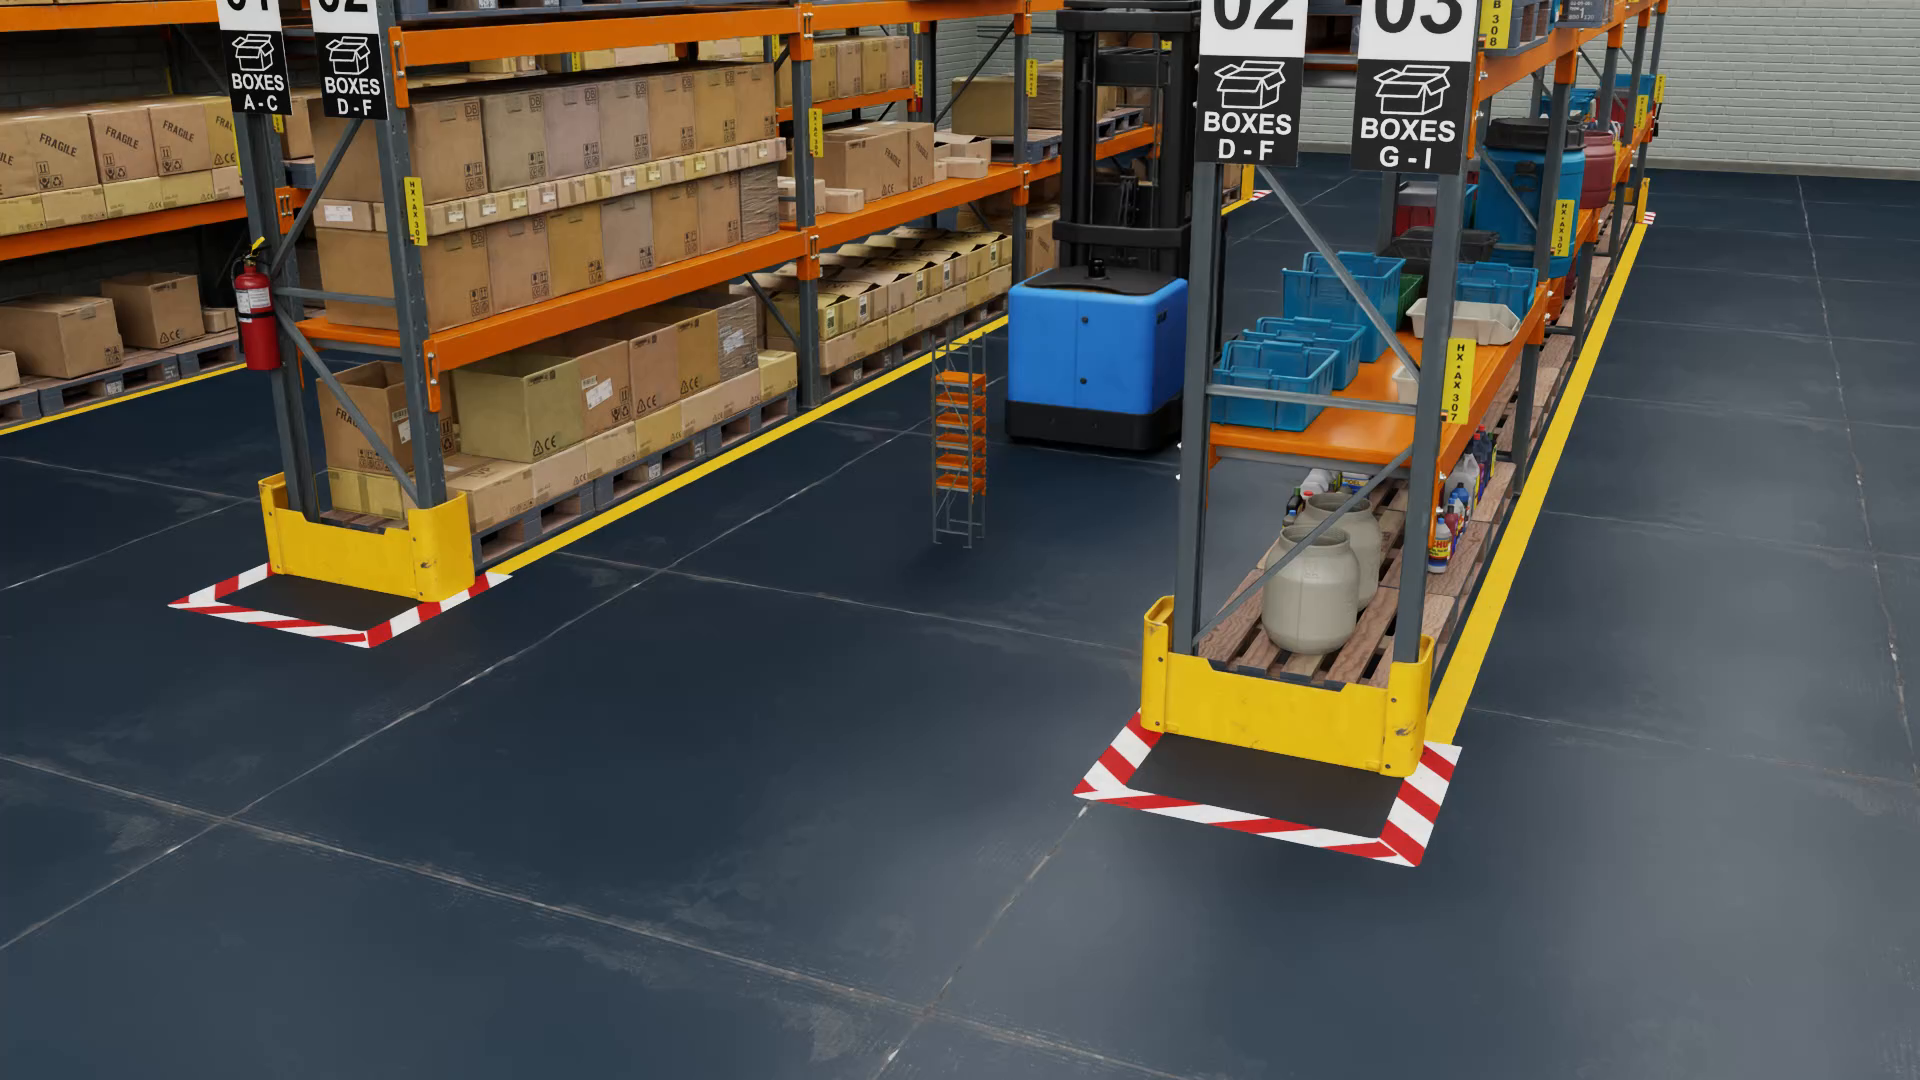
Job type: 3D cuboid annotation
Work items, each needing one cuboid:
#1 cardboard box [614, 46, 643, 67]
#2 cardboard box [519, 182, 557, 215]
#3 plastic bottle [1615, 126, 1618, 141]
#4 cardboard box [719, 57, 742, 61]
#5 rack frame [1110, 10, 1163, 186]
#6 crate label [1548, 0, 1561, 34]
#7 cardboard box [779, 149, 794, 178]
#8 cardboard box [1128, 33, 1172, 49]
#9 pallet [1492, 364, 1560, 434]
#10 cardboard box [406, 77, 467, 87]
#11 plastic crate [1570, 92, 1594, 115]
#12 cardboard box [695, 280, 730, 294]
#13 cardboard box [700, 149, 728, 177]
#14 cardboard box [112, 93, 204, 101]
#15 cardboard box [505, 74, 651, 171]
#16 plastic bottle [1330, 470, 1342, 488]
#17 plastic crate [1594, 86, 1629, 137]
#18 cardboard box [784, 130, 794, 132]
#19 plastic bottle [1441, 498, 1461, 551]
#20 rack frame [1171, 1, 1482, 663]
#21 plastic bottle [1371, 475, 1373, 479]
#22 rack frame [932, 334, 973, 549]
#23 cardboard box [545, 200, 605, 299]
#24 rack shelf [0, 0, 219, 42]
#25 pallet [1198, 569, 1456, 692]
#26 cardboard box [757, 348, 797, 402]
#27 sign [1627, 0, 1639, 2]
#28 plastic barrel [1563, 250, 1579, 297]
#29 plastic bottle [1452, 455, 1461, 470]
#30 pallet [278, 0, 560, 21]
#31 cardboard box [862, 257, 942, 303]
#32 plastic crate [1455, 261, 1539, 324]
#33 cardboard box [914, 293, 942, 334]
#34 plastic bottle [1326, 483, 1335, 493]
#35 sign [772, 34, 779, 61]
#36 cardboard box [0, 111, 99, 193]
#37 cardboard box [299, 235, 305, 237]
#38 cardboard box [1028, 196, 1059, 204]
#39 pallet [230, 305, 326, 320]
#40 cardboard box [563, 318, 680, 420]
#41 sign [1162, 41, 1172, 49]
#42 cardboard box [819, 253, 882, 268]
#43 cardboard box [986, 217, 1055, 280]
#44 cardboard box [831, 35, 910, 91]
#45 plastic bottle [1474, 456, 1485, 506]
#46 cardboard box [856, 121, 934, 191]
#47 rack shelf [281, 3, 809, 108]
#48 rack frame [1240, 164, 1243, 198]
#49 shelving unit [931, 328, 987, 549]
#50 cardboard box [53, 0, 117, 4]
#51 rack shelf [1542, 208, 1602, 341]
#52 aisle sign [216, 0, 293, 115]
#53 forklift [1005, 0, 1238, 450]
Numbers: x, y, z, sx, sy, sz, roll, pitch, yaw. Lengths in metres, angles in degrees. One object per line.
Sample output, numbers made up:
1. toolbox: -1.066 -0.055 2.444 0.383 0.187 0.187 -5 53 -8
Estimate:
1. cardboard box: -3.746 -5.167 17.780 0.500 0.250 0.500 8 21 22
2. cardboard box: -2.470 -1.902 9.224 0.380 0.149 0.250 8 21 22
3. plastic bottle: 6.273 -3.878 16.081 0.152 0.276 0.135 9 21 23
4. cardboard box: -2.908 -5.436 19.654 0.500 0.500 0.500 9 21 23
5. rack frame: 1.772 -4.894 18.752 1.000 3.000 0.127 9 21 23
6. crate label: 2.444 -2.415 7.527 0.502 0.251 0.408 9 21 23
7. cardboard box: -2.349 -4.807 21.612 0.700 0.500 0.500 9 21 23
8. cardboard box: 2.222 -5.517 18.865 0.500 0.500 0.500 9 22 24
9. pallet: 3.798 -1.073 12.171 1.003 0.211 1.213 9 21 23
10. cardboard box: -5.060 -4.075 15.644 0.700 0.500 0.500 9 21 23
11. plastic crate: 7.257 -5.153 19.643 0.416 0.233 0.300 9 21 23
12. cardboard box: -1.979 -1.605 11.863 0.500 0.500 0.500 9 21 23
13. cardboard box: -1.734 -2.452 10.770 0.380 0.149 0.250 9 21 23
14. cardboard box: -6.408 -3.304 13.357 0.500 0.500 0.500 8 21 21
15. cardboard box: -2.296 -2.510 9.964 0.700 0.500 0.500 9 21 23
16. plastic bottle: 2.053 -0.349 9.270 0.144 0.351 0.185 8 21 22
17. plastic crate: 6.884 -4.510 17.488 0.402 0.464 0.583 9 21 23
18. cardboard box: -2.164 -5.414 22.353 0.380 0.149 0.250 9 21 23
19. plastic bottle: 2.543 -0.083 8.640 0.097 0.271 0.097 0 20 0
20. rack frame: 1.376 -0.545 6.523 1.000 3.000 0.127 9 21 23
21. plastic bottle: 2.355 -0.438 9.640 0.097 0.271 0.097 0 20 0
22. rack frame: -0.043 -0.533 9.177 0.240 1.200 0.006 9 21 23
23. cardboard box: -2.520 -1.726 9.695 0.700 0.500 0.500 9 21 23
24. rack shelf: -6.844 -3.590 11.683 1.077 0.370 4.000 9 21 23
25. pallet: 1.701 0.492 7.770 1.003 0.211 1.213 9 21 23
26. cardboard box: -1.494 -1.179 11.783 0.500 0.250 0.500 9 21 23
27. sign: 5.156 -4.281 12.709 0.100 0.325 0.005 9 21 23
28. plastic barrel: 5.299 -2.549 15.131 0.600 0.588 0.708 9 21 23
29. plastic bottle: 2.789 -0.409 9.550 0.152 0.276 0.135 9 21 23
30. pallet: -2.829 -2.810 8.548 1.003 0.211 1.213 9 21 23
31. cardboard box: -0.479 -2.177 13.753 0.500 0.311 0.500 9 22 24
32. plastic crate: 2.808 -1.322 8.930 0.499 0.251 0.616 9 21 23
33. cardboard box: -0.483 -1.910 13.839 0.500 0.250 0.500 9 21 24
34. plastic bottle: 1.953 -0.152 8.818 0.061 0.283 0.133 9 21 23
35. sign: -2.250 -6.009 20.279 0.100 0.325 0.005 9 21 23
36. cardboard box: -6.564 -2.767 11.847 0.500 0.500 0.500 9 22 24
37. cardboard box: -5.573 -2.548 15.232 0.700 0.500 0.500 8 21 22
38. cardboard box: 0.724 -3.338 17.452 0.500 0.500 0.500 8 21 21
39. pallet: -5.707 -2.051 14.921 1.003 0.211 1.213 9 21 23
40. cardboard box: -2.103 -1.073 10.366 0.500 0.500 0.500 9 21 23
41. sign: 2.280 -5.364 18.347 0.100 0.325 0.005 9 21 23
42. cardboard box: -0.977 -2.243 13.939 0.500 0.311 0.500 8 21 22
43. cardboard box: 0.581 -2.800 15.940 0.500 0.500 0.500 10 22 25
44. cardboard box: -1.310 -6.779 23.606 0.980 0.700 0.700 10 22 25
45. plastic bottle: 2.906 -0.344 9.357 0.061 0.283 0.133 10 22 26
46. cardboard box: -0.538 -3.203 13.849 0.500 0.500 0.500 7 21 20
47. rack shelf: -2.323 -2.911 9.775 1.077 0.370 4.000 9 21 23
48. rack frame: 3.410 -6.116 22.191 1.000 3.000 0.127 9 21 23
49. shelving unit: -0.006 -0.561 9.255 0.258 1.200 0.189 9 21 23
50. cardboard box: -6.417 -4.081 11.811 0.500 0.500 0.500 8 21 21
51. rack shelf: 3.833 -2.040 11.801 1.077 0.370 4.000 9 21 23
52. aisle sign: -3.437 -2.470 8.059 0.394 0.787 0.004 9 21 23
53. forklift: 1.349 -2.426 11.915 1.130 2.935 3.031 8 21 22
